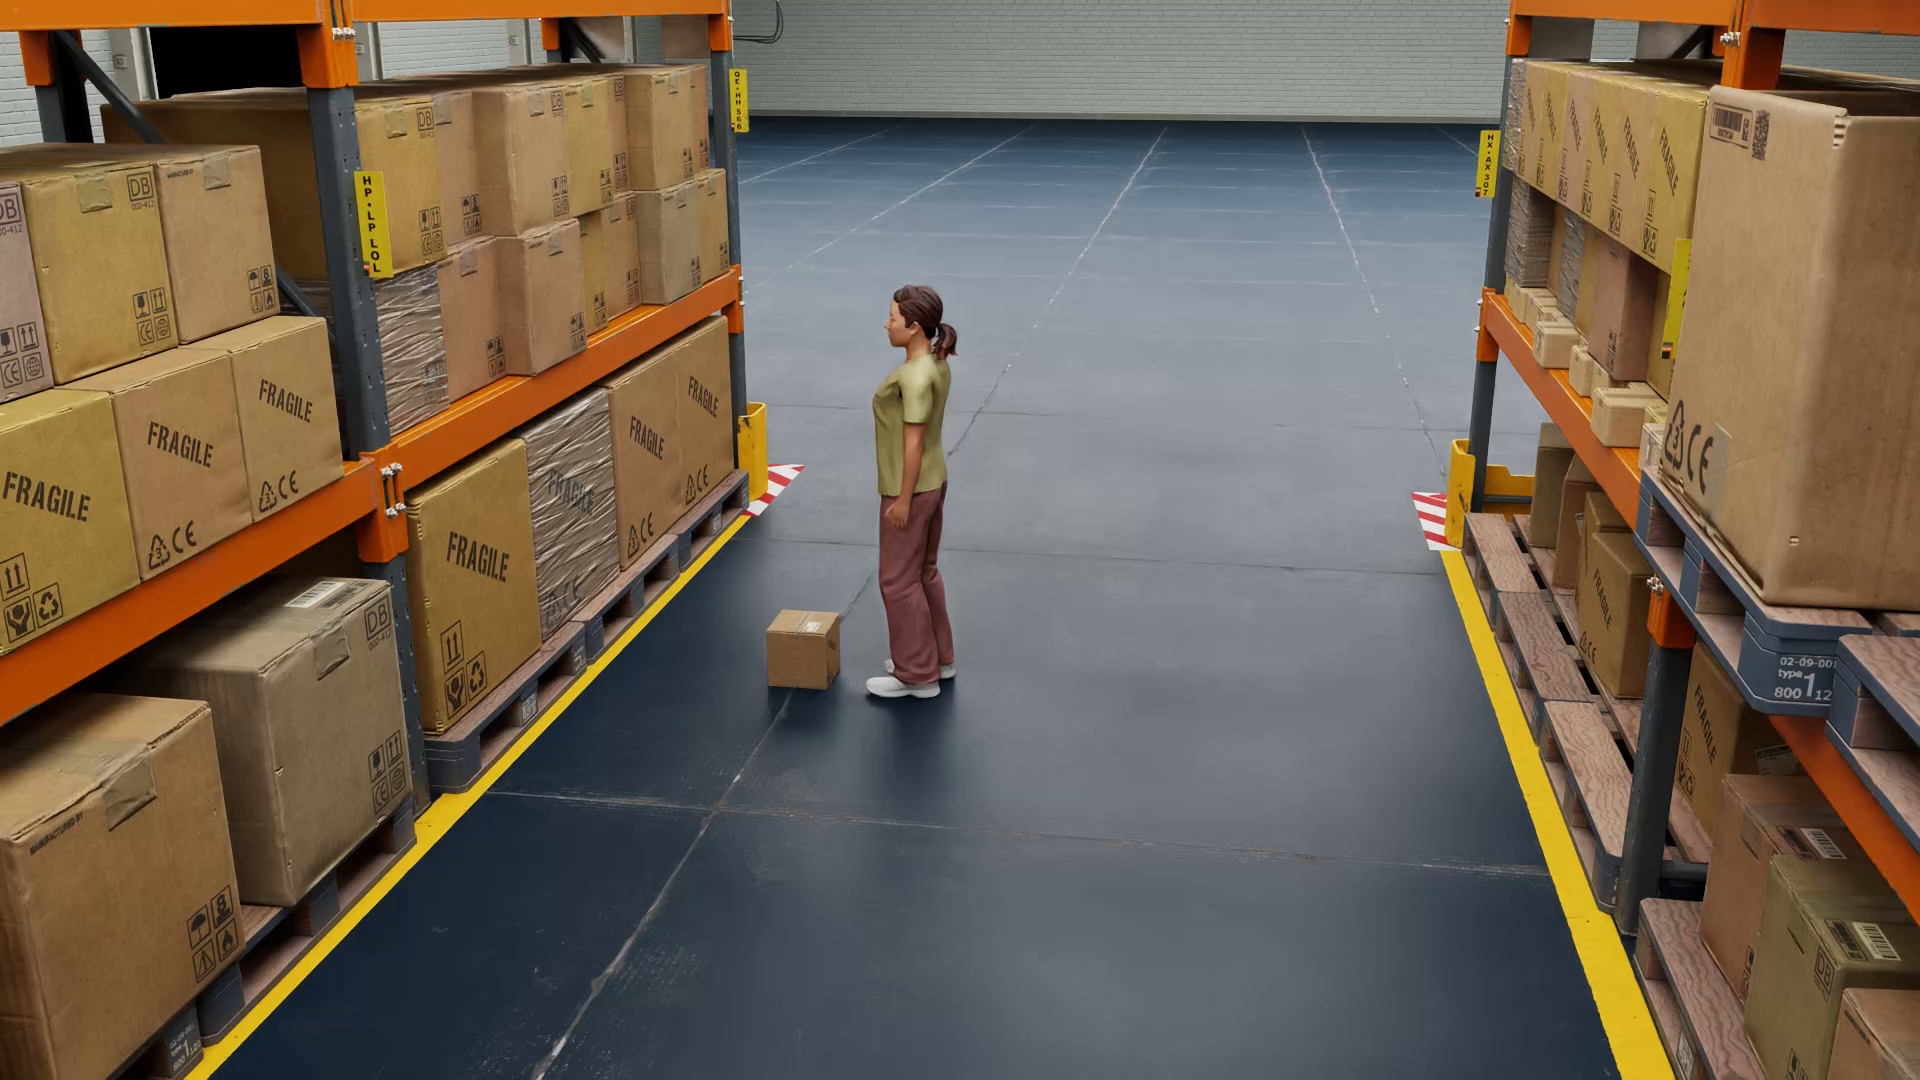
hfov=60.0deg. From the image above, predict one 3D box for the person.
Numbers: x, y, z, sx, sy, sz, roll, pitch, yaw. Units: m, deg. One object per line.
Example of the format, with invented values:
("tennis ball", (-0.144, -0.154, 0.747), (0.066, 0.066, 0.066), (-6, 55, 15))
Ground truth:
("person", (-0.185, -0.188, 6.650), (0.372, 1.668, 0.440), (3, 18, 10))
